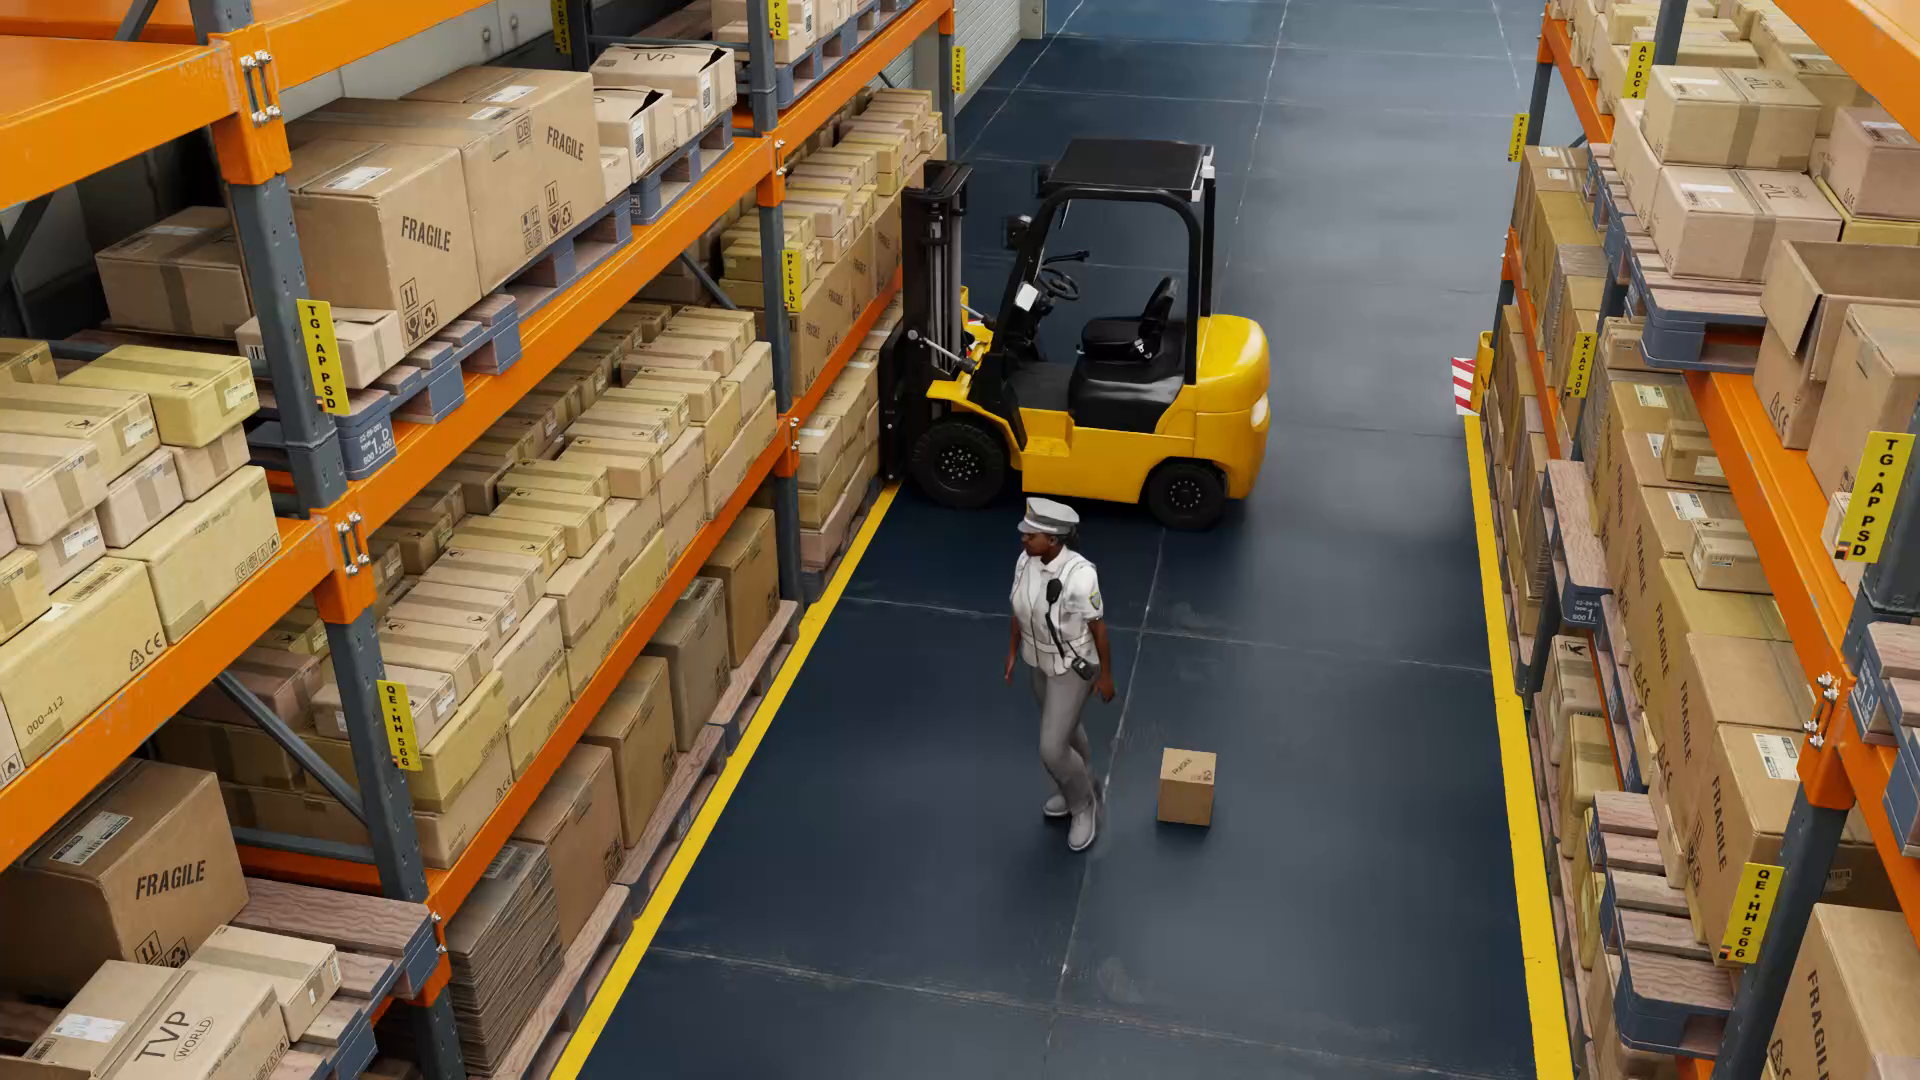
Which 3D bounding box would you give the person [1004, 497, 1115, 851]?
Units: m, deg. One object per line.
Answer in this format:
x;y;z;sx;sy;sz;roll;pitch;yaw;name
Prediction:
0.469;0.575;7.532;0.452;1.675;0.580;-20;34;-31;person
